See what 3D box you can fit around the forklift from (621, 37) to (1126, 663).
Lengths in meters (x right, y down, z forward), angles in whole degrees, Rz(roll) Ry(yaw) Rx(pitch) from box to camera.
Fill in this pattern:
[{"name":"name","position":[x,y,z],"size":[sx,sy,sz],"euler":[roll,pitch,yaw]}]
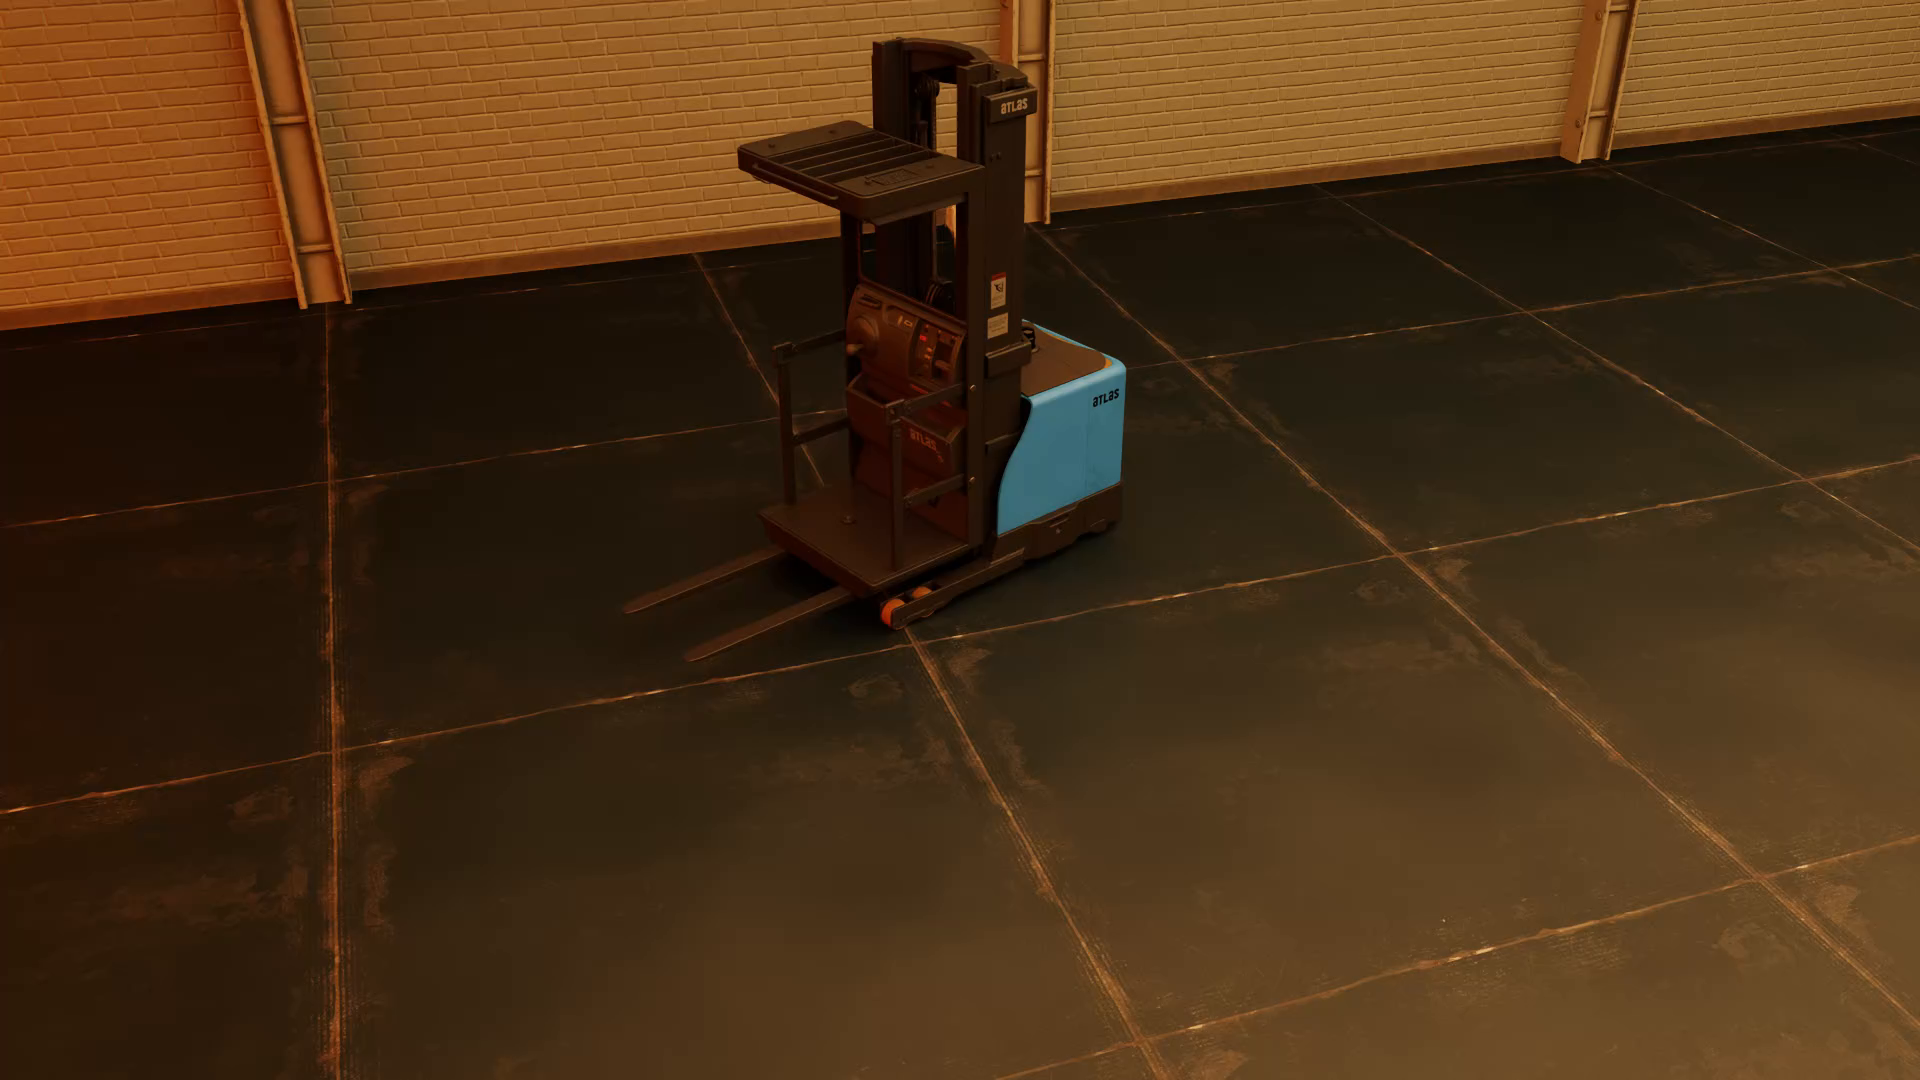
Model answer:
[{"name":"forklift","position":[-0.461,-1.072,8.951],"size":[3.031,2.935,1.130],"euler":[-23,37,-34]}]

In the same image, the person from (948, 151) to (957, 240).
[{"name":"person","position":[0.179,-2.359,12.388],"size":[0.531,1.736,0.742],"euler":[-4,30,-7]}]
